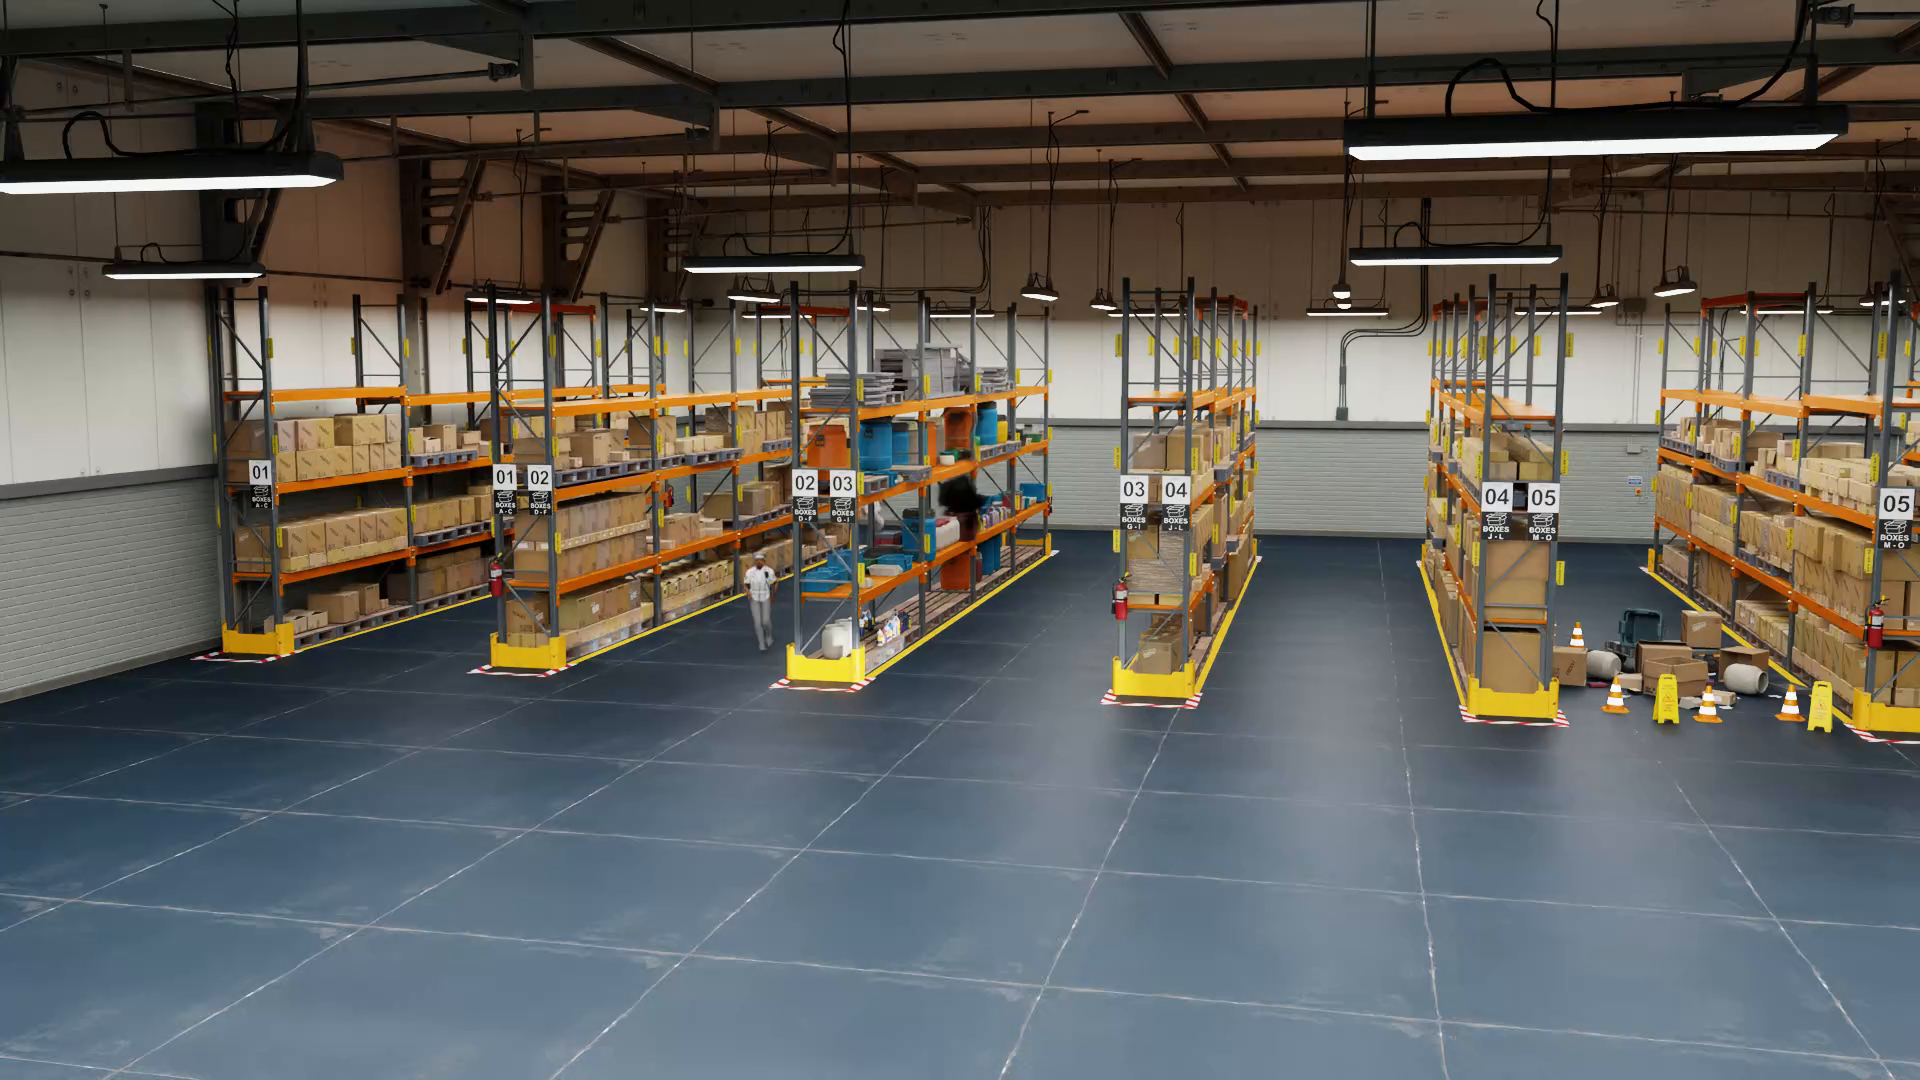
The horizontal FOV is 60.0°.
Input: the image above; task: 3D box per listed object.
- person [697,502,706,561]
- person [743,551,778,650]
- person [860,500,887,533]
[{"bbox_3d":[-5.707,-0.081,37.564,0.603,1.625,1.003,2,7,16],"label":"person"},{"bbox_3d":[-3.327,1.006,27.663,0.577,1.661,0.546,0,7,0],"label":"person"},{"bbox_3d":[-2.178,-0.701,42.354,0.643,1.772,0.753,4,8,32],"label":"person"}]
